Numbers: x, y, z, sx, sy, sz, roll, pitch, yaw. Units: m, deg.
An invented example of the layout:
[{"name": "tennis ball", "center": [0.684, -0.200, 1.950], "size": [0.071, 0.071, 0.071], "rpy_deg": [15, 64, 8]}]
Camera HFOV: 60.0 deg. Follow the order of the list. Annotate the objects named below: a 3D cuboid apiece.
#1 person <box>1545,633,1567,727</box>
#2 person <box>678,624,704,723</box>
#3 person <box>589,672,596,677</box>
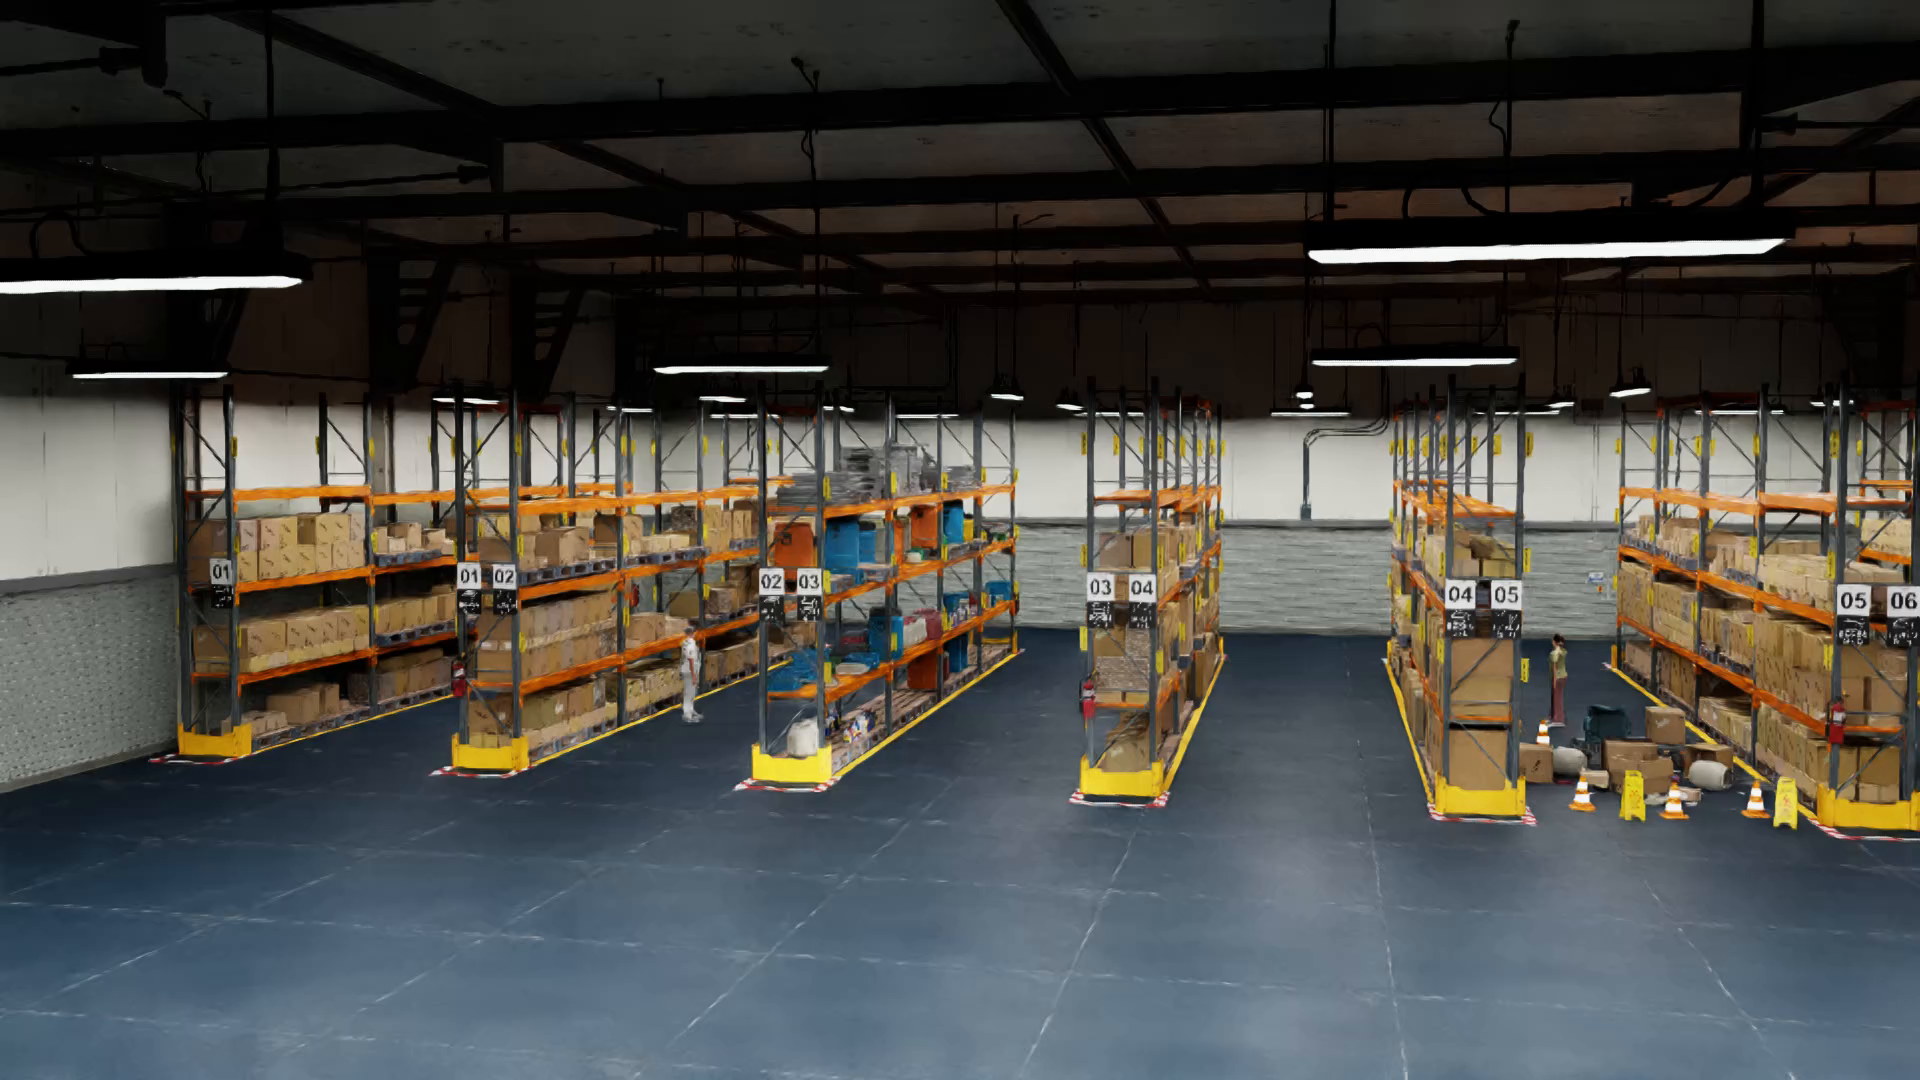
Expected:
[{"name": "person", "center": [10.639, 2.486, 29.760], "size": [0.482, 1.674, 0.492], "rpy_deg": [3, 4, 42]}, {"name": "person", "center": [-4.885, 2.417, 30.289], "size": [0.475, 1.762, 0.595], "rpy_deg": [-1, 3, -19]}, {"name": "person", "center": [-7.439, 2.299, 33.024], "size": [0.677, 1.726, 0.574], "rpy_deg": [1, 3, 10]}]
